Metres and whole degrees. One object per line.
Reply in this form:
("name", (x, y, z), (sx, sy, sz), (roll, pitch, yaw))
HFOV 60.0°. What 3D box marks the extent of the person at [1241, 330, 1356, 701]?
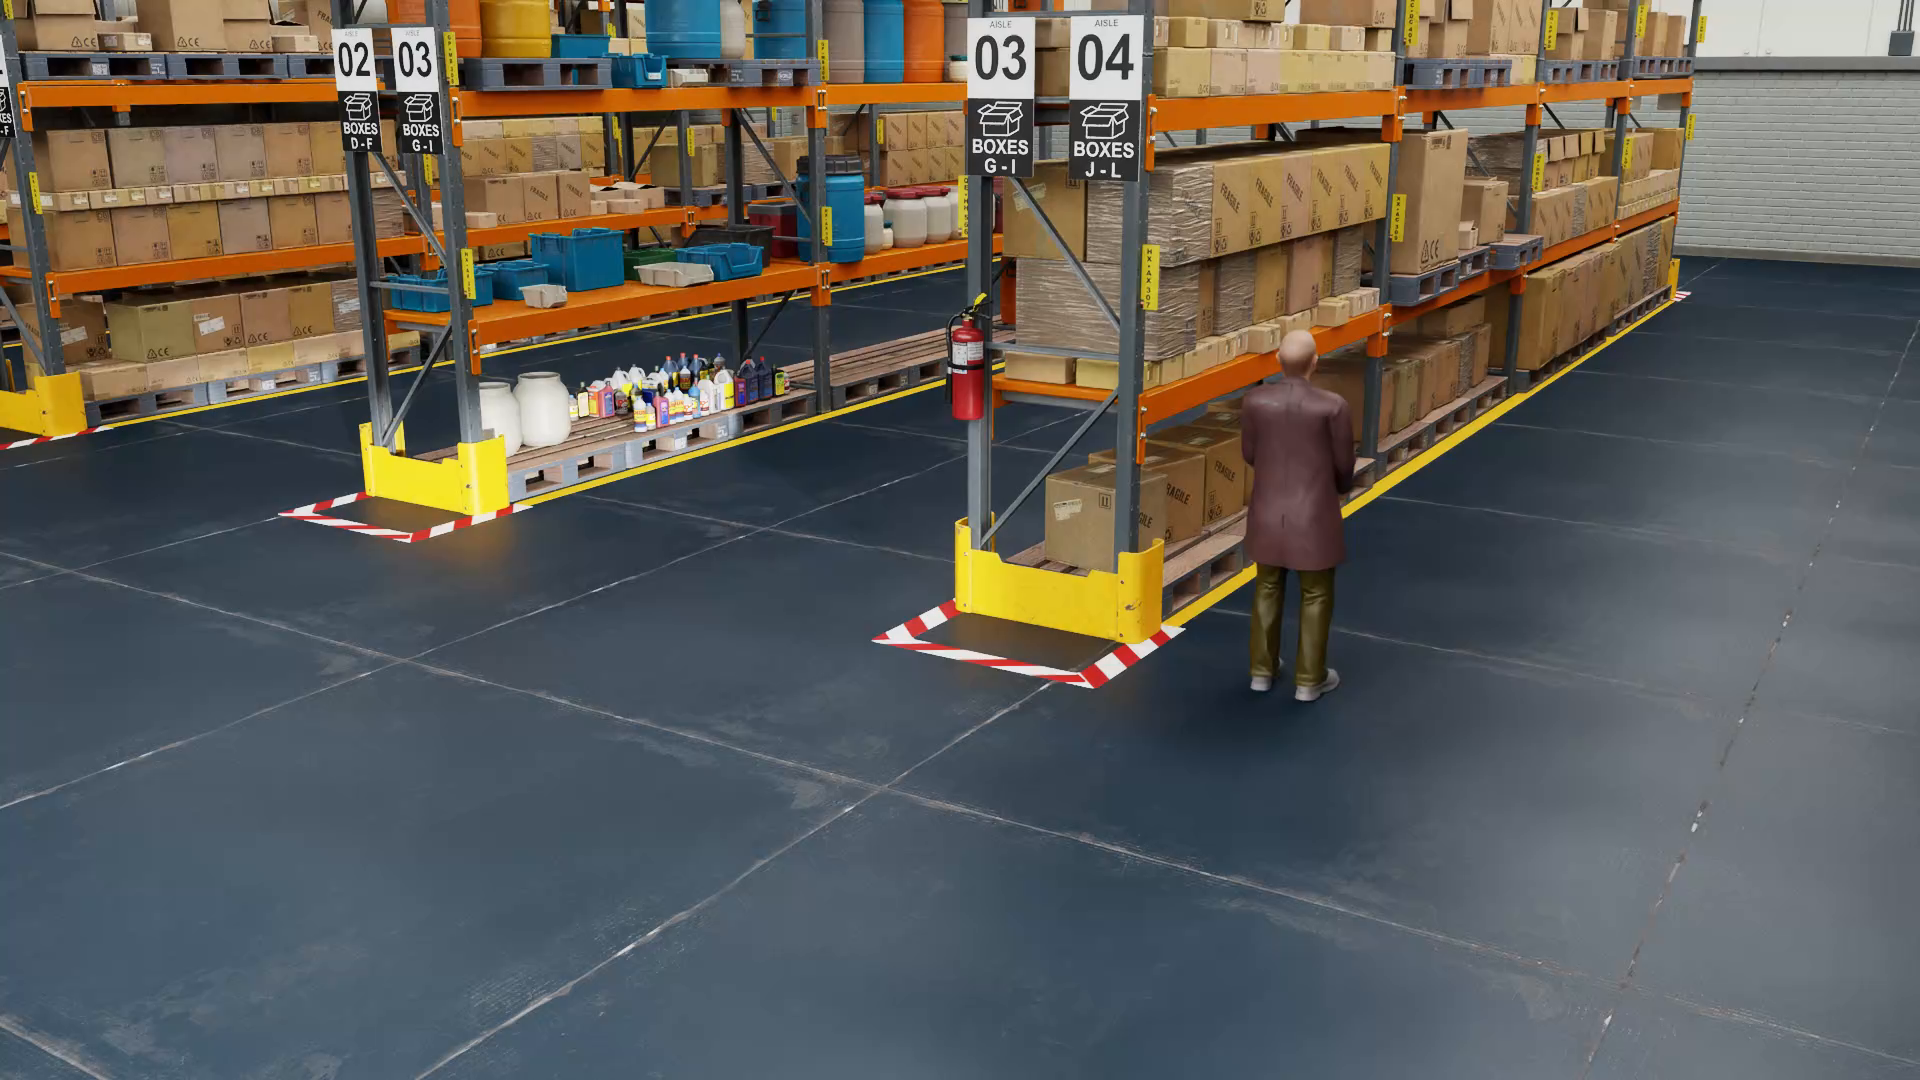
("person", (1.651, -0.144, 8.051), (0.554, 1.781, 0.527), (9, 18, 29))
